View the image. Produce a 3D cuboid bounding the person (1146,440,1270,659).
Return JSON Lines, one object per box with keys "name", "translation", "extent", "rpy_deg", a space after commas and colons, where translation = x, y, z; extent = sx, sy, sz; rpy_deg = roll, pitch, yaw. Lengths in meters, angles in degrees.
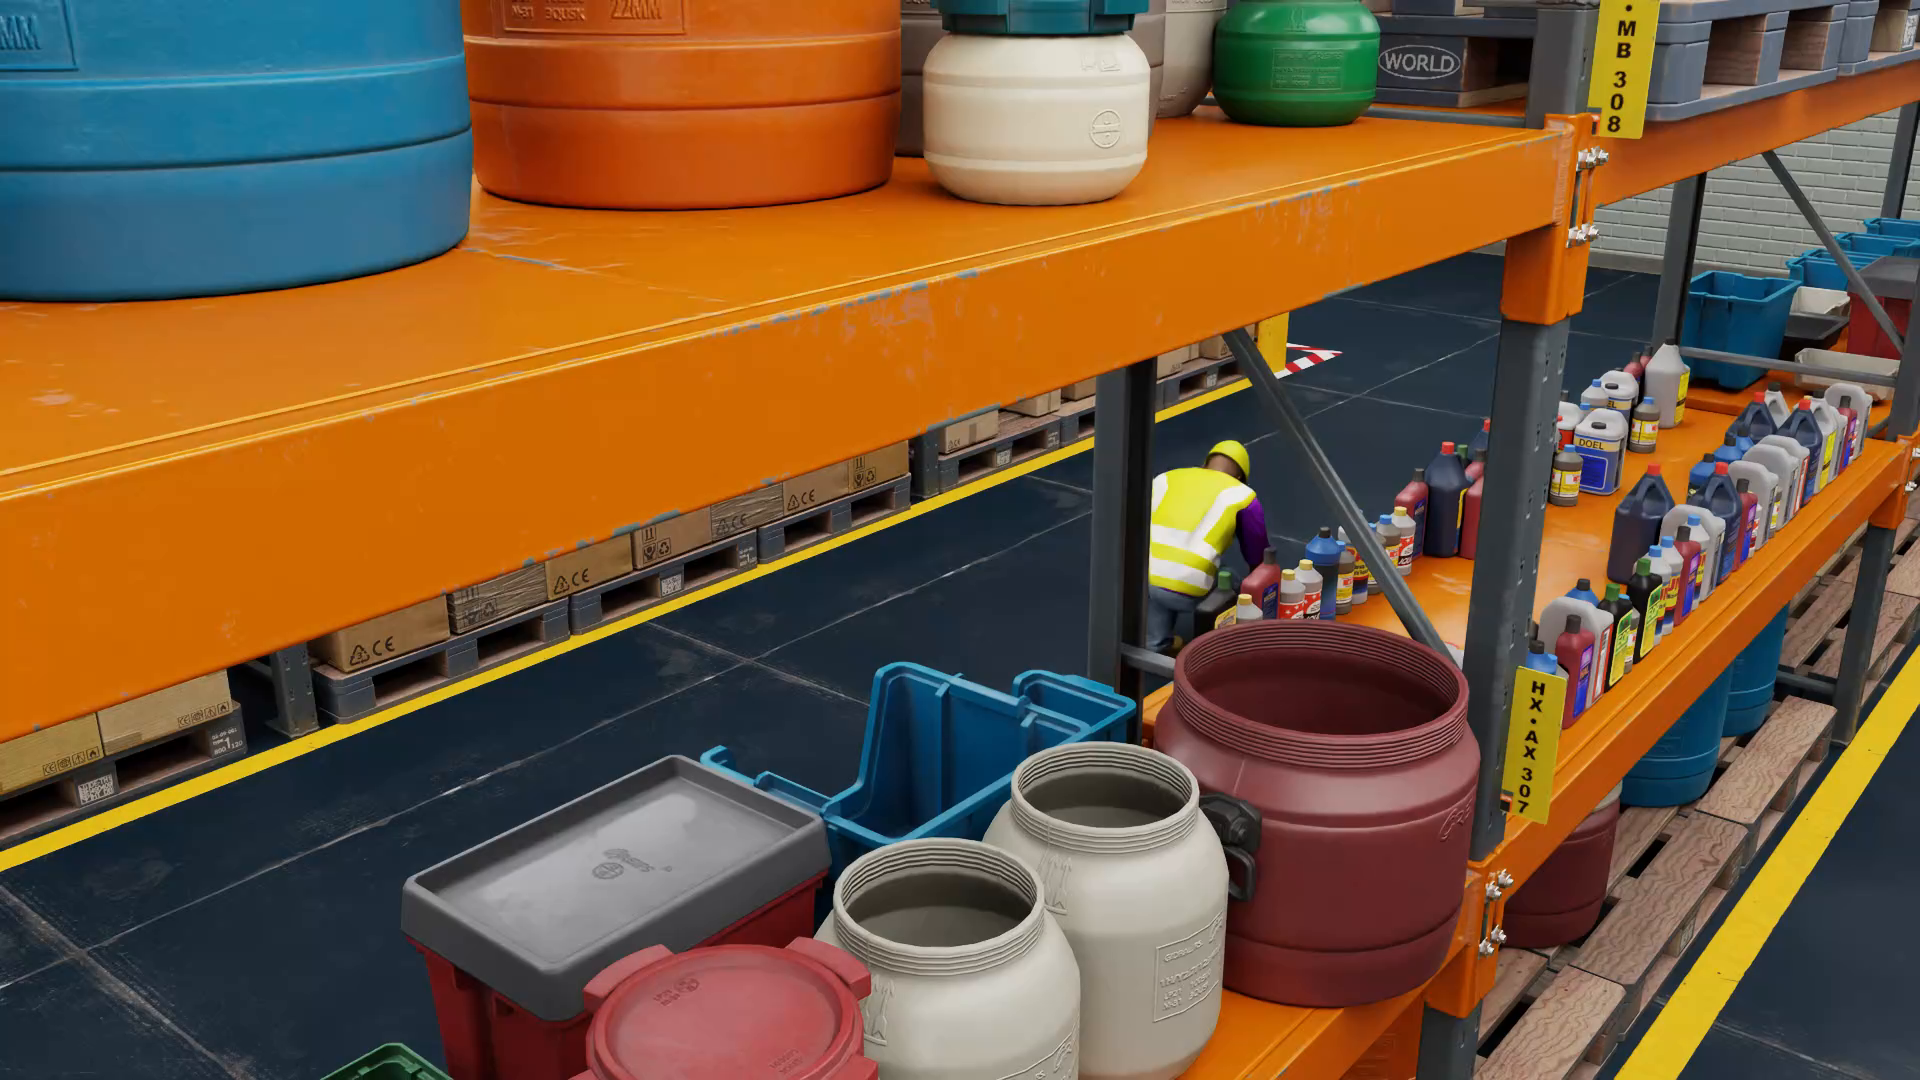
{"name": "person", "translation": [1.041, 0.090, 7.480], "extent": [0.575, 0.957, 0.900], "rpy_deg": [16, 25, 36]}
